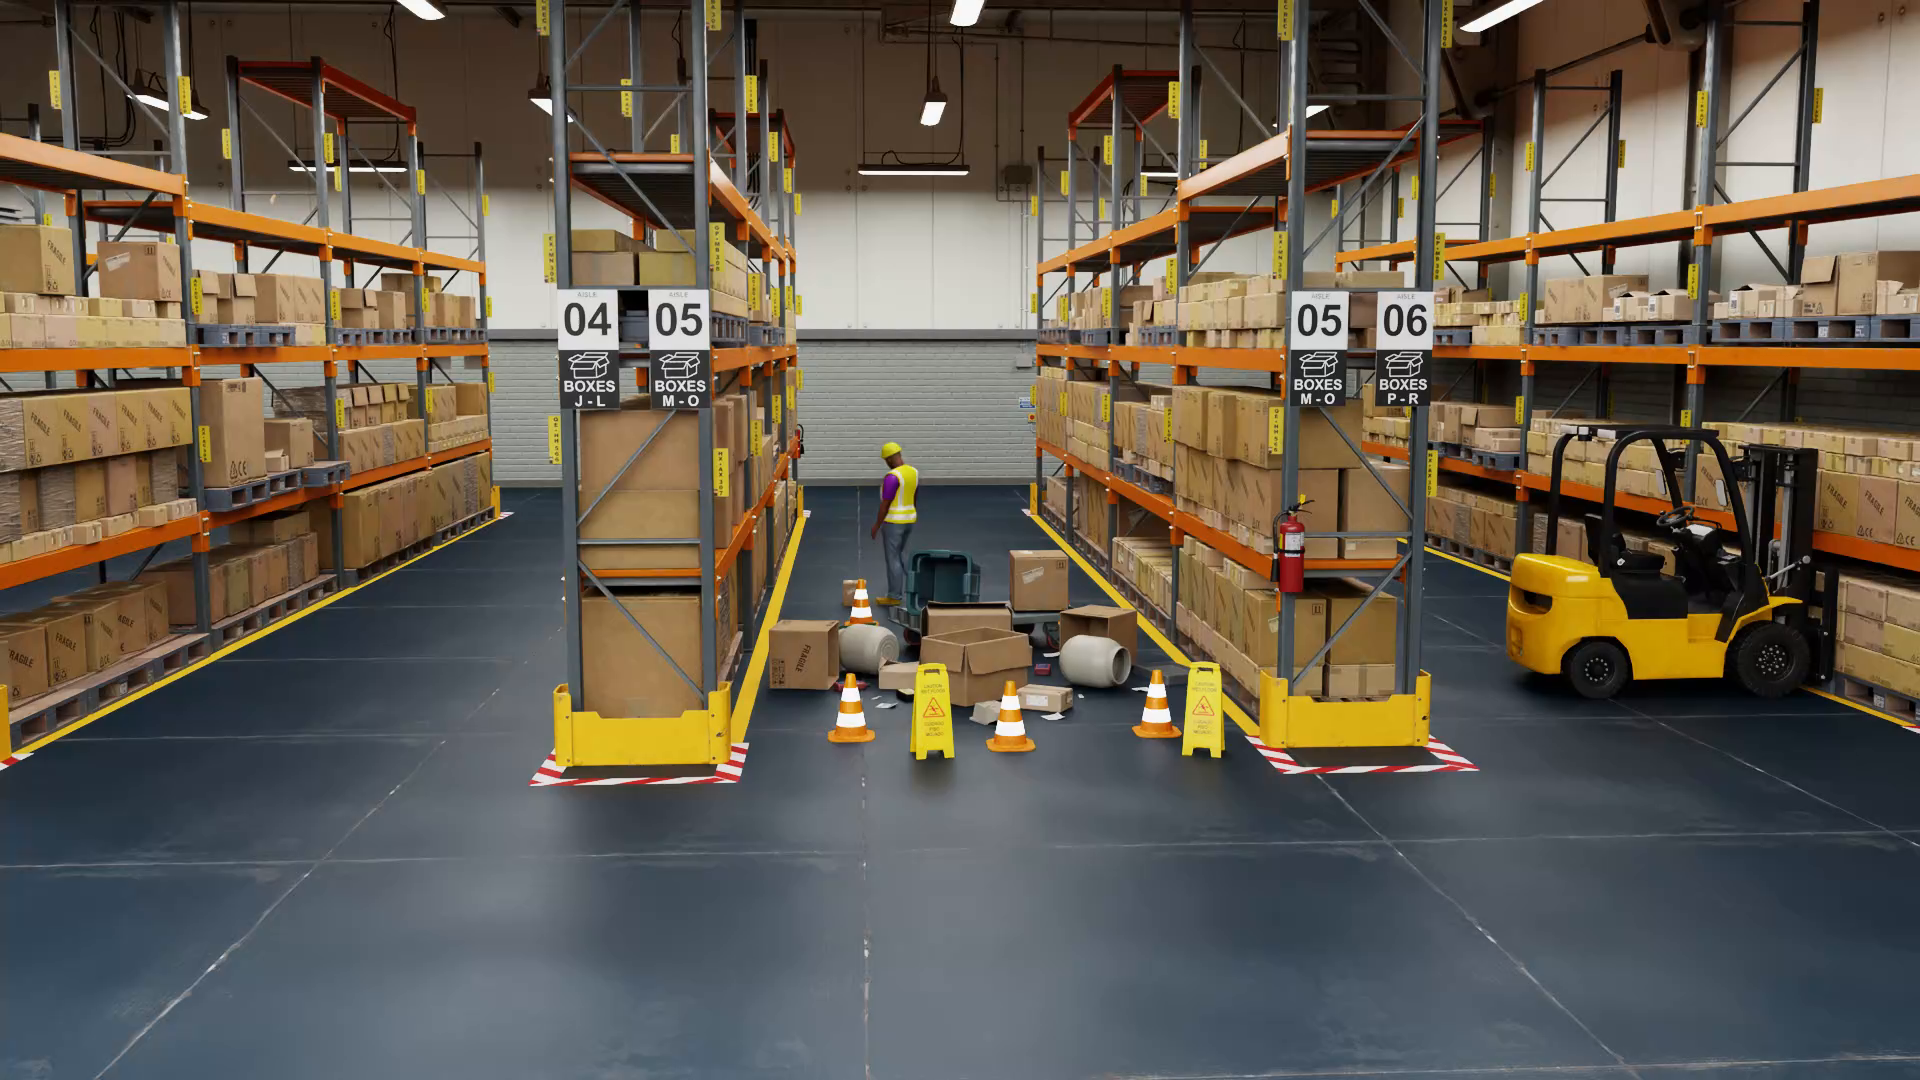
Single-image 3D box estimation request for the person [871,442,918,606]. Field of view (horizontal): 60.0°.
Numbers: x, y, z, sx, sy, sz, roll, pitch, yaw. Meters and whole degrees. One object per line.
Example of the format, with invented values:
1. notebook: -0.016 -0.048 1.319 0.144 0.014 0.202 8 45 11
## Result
1. person: -0.691 -0.173 18.040 0.415 1.784 0.633 4 8 28
